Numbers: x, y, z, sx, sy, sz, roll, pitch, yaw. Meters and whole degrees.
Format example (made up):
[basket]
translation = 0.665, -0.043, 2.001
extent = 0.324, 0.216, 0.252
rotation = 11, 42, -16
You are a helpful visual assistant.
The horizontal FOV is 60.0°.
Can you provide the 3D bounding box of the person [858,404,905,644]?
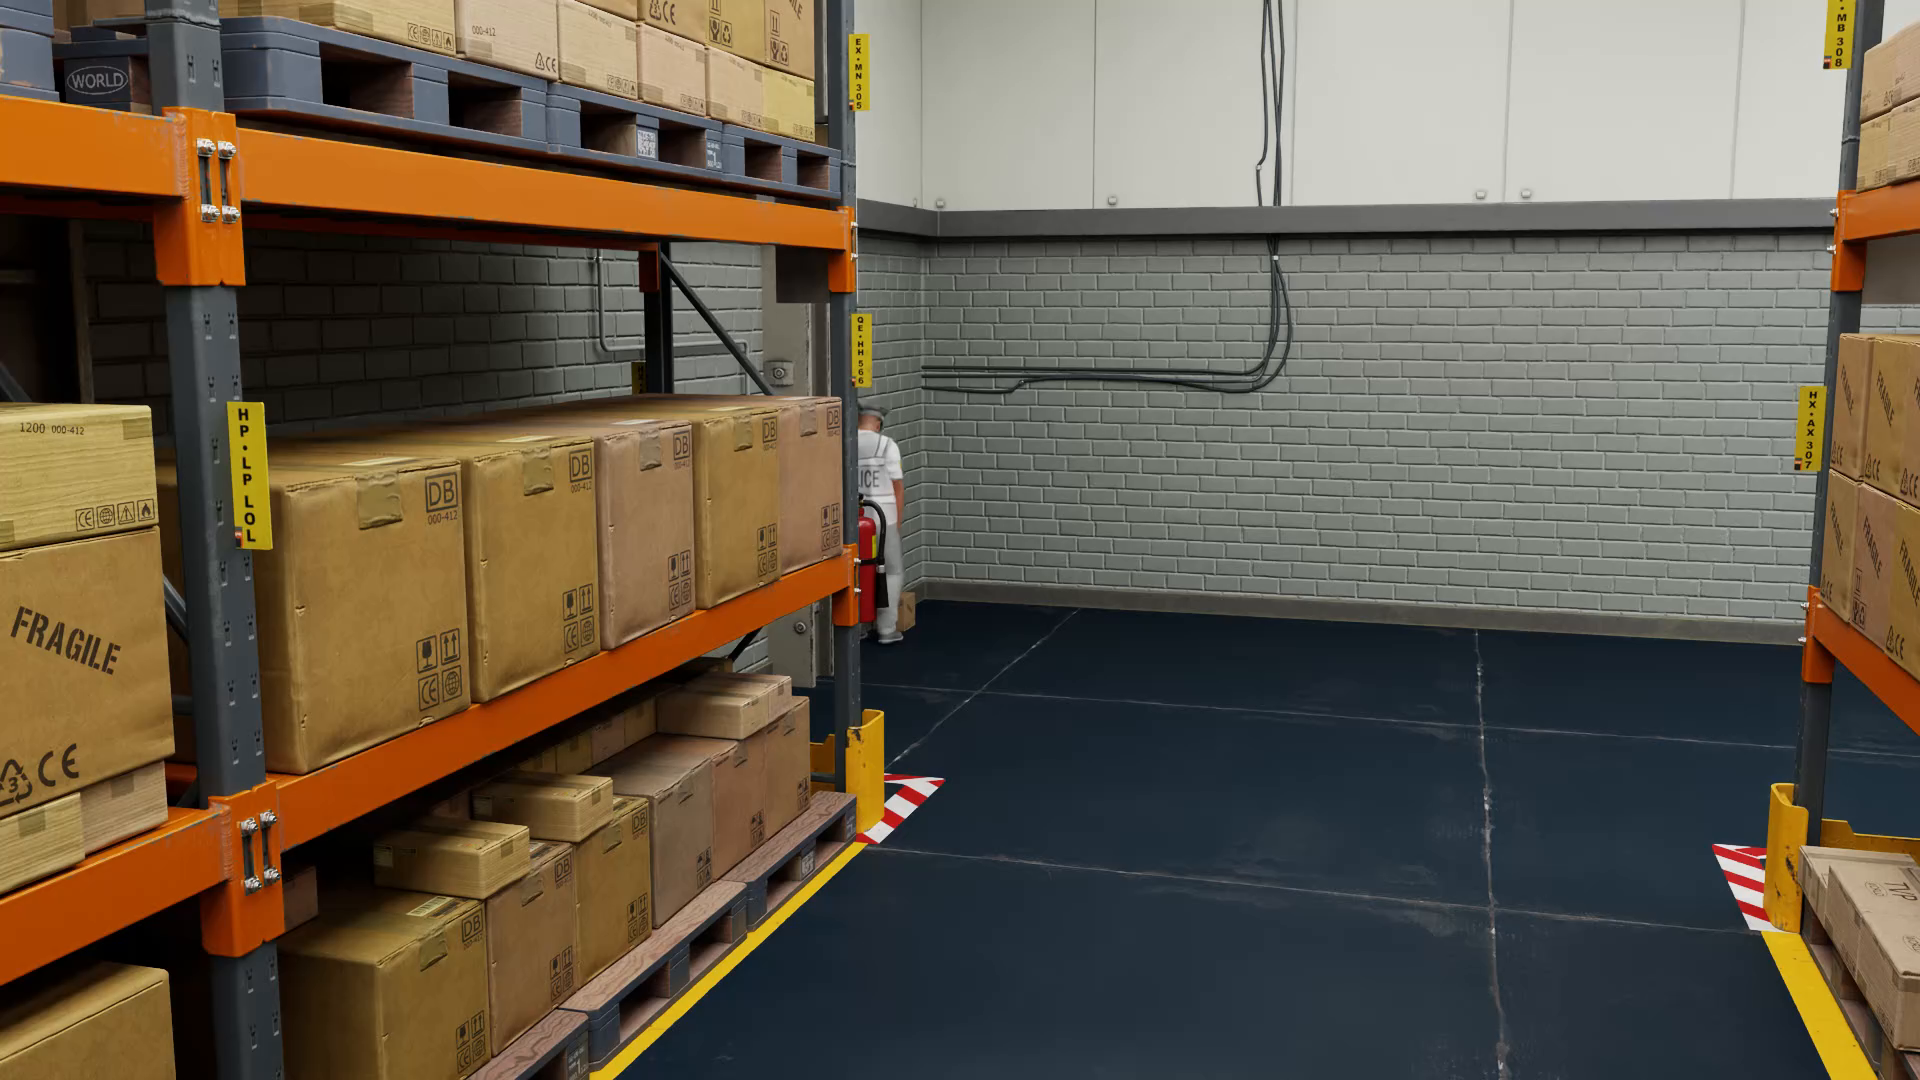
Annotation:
[person]
translation = -0.659, -0.116, 11.828
extent = 0.556, 1.701, 0.520
rotation = 3, 9, 18
